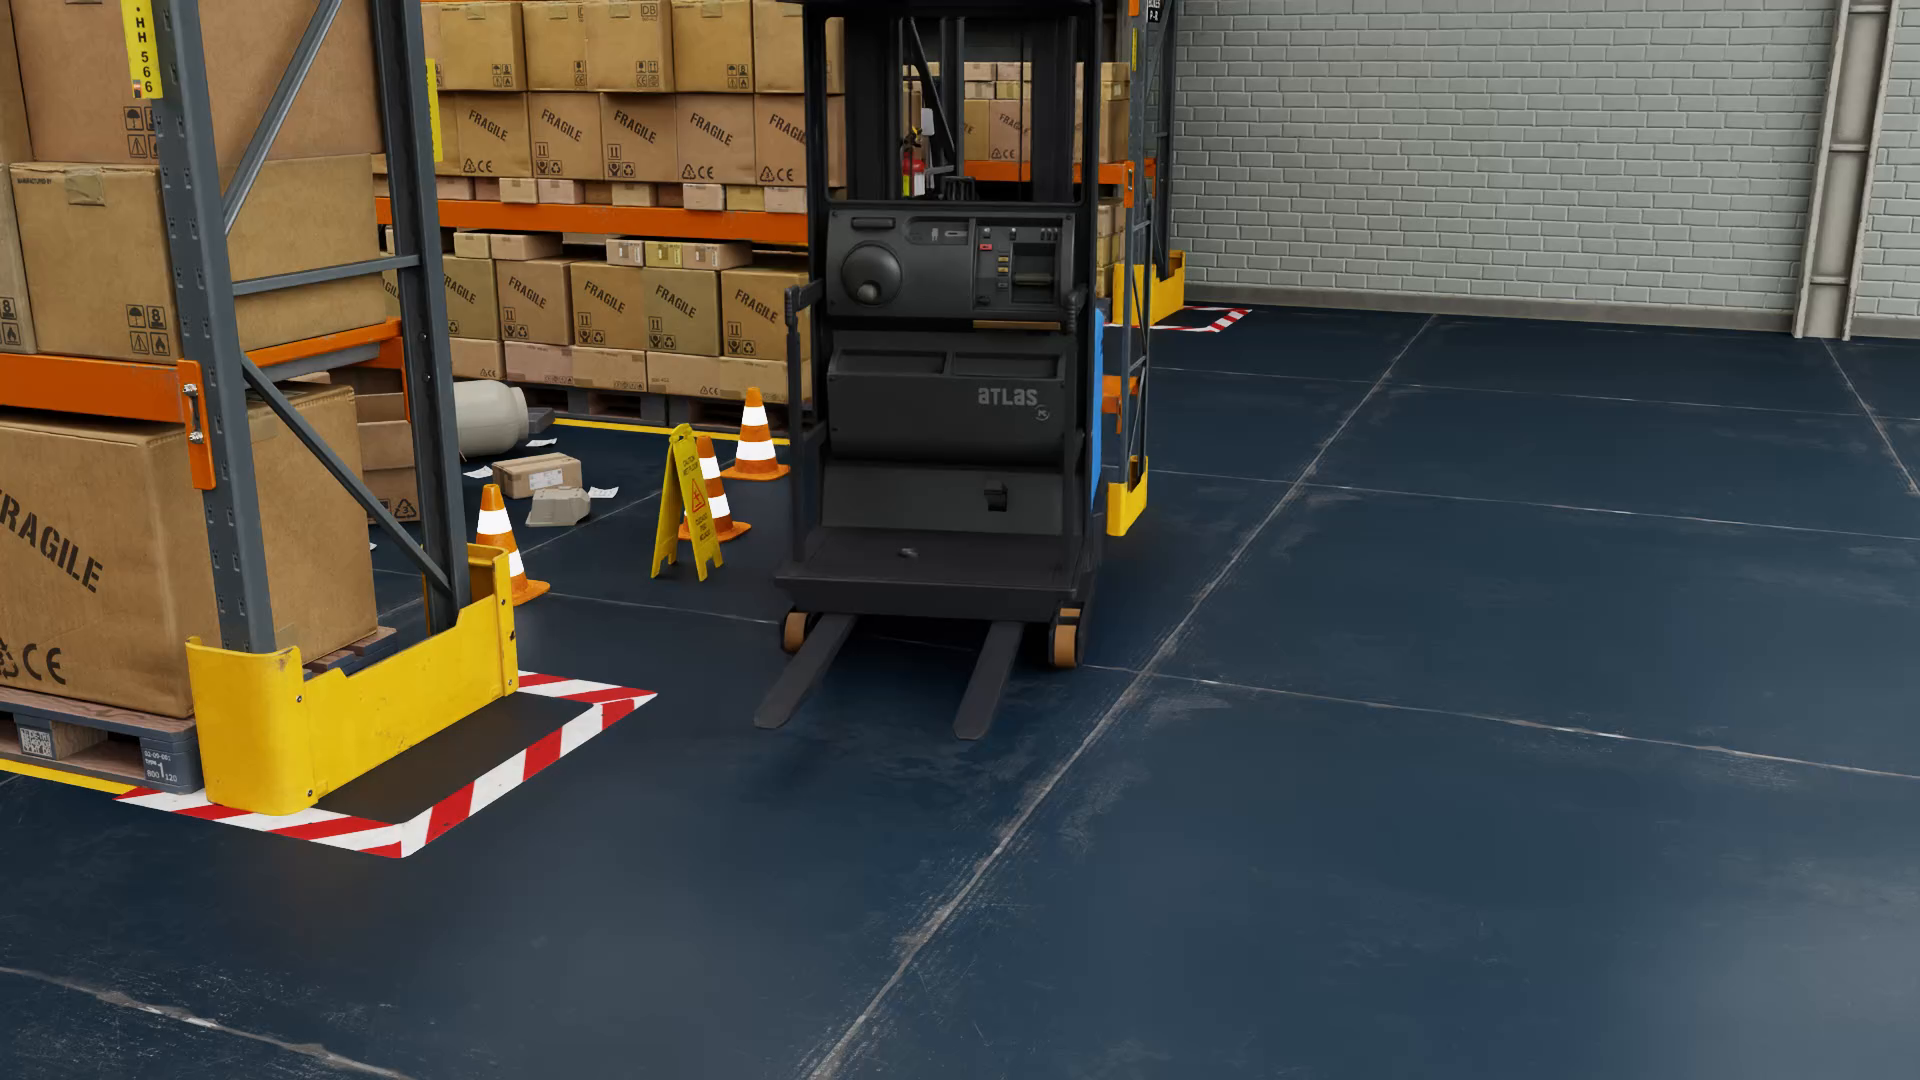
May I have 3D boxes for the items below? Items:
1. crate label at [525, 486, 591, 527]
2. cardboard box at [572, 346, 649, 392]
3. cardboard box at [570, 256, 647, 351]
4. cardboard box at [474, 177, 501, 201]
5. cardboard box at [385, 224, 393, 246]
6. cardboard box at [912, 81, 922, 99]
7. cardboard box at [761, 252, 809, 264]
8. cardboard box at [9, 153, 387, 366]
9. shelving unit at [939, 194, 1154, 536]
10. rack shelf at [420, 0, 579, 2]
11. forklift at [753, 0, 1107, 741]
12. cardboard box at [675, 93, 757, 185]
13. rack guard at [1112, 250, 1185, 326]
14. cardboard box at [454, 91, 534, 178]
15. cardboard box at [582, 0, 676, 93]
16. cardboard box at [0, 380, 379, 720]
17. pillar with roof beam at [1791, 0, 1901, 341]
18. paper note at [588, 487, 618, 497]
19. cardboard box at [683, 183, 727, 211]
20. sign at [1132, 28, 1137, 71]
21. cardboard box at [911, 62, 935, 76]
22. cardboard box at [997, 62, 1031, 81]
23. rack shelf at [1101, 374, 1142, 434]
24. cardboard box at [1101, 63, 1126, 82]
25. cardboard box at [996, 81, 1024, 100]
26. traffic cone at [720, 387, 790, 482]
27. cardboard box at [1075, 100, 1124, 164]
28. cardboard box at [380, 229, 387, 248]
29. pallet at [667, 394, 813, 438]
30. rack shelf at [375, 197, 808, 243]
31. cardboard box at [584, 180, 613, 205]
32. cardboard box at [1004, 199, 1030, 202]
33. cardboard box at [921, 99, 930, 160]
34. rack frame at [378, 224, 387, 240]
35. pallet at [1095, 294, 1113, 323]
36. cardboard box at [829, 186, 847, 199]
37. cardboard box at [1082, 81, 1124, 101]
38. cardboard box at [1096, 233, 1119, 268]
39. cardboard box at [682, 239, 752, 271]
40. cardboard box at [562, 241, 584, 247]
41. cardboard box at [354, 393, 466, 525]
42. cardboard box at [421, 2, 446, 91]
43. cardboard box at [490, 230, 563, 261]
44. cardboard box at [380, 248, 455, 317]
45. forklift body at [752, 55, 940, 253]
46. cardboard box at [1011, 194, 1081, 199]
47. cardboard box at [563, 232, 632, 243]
[{"bbox_3d":[-1.932,-0.167,8.002,0.298,0.136,0.250,-2,16,-8],"label":"crate label"},{"bbox_3d":[-2.032,-1.091,10.232,0.500,0.250,0.500,6,17,19],"label":"cardboard box"},{"bbox_3d":[-2.008,-1.452,10.128,0.500,0.500,0.500,6,17,19],"label":"cardboard box"},{"bbox_3d":[-2.770,-2.178,10.247,0.250,0.149,0.380,6,17,20],"label":"cardboard box"},{"bbox_3d":[-5.262,-3.190,16.788,0.625,0.625,0.875,7,18,22],"label":"cardboard box"},{"bbox_3d":[-0.222,-3.874,14.295,0.250,0.149,0.380,6,17,20],"label":"cardboard box"},{"bbox_3d":[-0.884,-1.488,10.253,0.500,0.500,0.500,6,17,19],"label":"cardboard box"},{"bbox_3d":[-2.297,-0.894,5.105,0.550,0.550,0.875,6,17,21],"label":"cardboard box"},{"bbox_3d":[0.328,-0.859,7.943,1.083,1.500,0.587,5,17,16],"label":"shelving unit"},{"bbox_3d":[-3.977,-5.087,15.725,4.000,0.370,1.077,6,17,21],"label":"rack shelf"},{"bbox_3d":[-0.066,-1.041,6.004,1.130,2.935,3.031,2,16,8],"label":"forklift"},{"bbox_3d":[-1.283,-2.318,9.563,0.500,0.500,0.500,6,17,21],"label":"cardboard box"},{"bbox_3d":[1.627,-2.175,14.269,0.348,0.500,1.175,6,17,21],"label":"rack guard"},{"bbox_3d":[-2.689,-2.473,10.099,0.500,0.500,0.500,6,17,20],"label":"cardboard box"},{"bbox_3d":[-1.749,-2.836,9.556,0.500,0.500,0.700,6,17,20],"label":"cardboard box"},{"bbox_3d":[-2.590,-0.030,5.453,0.875,0.875,0.875,6,17,21],"label":"cardboard box"},{"bbox_3d":[5.290,-4.834,8.183,0.400,9.000,9.100,6,17,21],"label":"pillar with roof beam"},{"bbox_3d":[-1.823,-0.245,8.462,0.142,0.019,0.148,0,16,1],"label":"paper note"},{"bbox_3d":[-1.397,-2.000,9.632,0.250,0.149,0.380,7,17,22],"label":"cardboard box"},{"bbox_3d":[1.393,-3.908,13.255,0.005,0.325,0.100,6,17,21],"label":"sign"},{"bbox_3d":[-0.235,-4.018,14.256,0.250,0.149,0.380,7,17,21],"label":"cardboard box"},{"bbox_3d":[0.496,-3.944,14.002,0.250,0.149,0.380,6,17,21],"label":"cardboard box"},{"bbox_3d":[0.337,-0.686,7.991,1.000,0.185,0.538,5,17,16],"label":"rack shelf"},{"bbox_3d":[1.194,-3.862,13.721,0.250,0.149,0.380,6,17,21],"label":"cardboard box"},{"bbox_3d":[0.485,-3.789,14.004,0.250,0.149,0.380,6,17,20],"label":"cardboard box"},{"bbox_3d":[-1.086,-0.581,8.846,0.334,0.463,0.336,6,17,21],"label":"traffic cone"},{"bbox_3d":[1.051,-3.408,13.854,0.500,0.500,0.500,6,17,19],"label":"cardboard box"},{"bbox_3d":[-6.127,-3.313,17.437,0.500,0.500,0.500,7,18,23],"label":"cardboard box"},{"bbox_3d":[-1.027,-0.851,10.227,1.213,0.211,1.003,6,17,21],"label":"pallet"},{"bbox_3d":[-2.074,-1.949,10.298,4.000,0.370,1.077,6,17,21],"label":"rack shelf"},{"bbox_3d":[-2.054,-2.114,10.025,0.250,0.149,0.380,6,17,21],"label":"cardboard box"},{"bbox_3d":[0.585,-2.756,14.173,0.500,0.250,0.500,7,17,22],"label":"cardboard box"},{"bbox_3d":[-0.377,-3.565,14.393,0.500,0.500,0.500,6,17,21],"label":"cardboard box"},{"bbox_3d":[-3.934,-2.499,10.903,0.127,3.000,1.000,6,17,21],"label":"rack frame"},{"bbox_3d":[0.878,-2.106,14.550,1.213,0.211,1.003,6,17,21],"label":"pallet"},{"bbox_3d":[-0.639,-1.952,9.469,0.250,0.149,0.380,7,18,22],"label":"cardboard box"},{"bbox_3d":[1.179,-3.700,13.696,0.250,0.149,0.380,7,17,21],"label":"cardboard box"},{"bbox_3d":[1.037,-2.468,14.076,0.500,0.250,0.500,6,17,20],"label":"cardboard box"},{"bbox_3d":[-1.420,-1.677,9.742,0.250,0.149,0.380,7,18,22],"label":"cardboard box"},{"bbox_3d":[-2.811,-1.698,10.977,0.500,0.500,0.500,7,17,22],"label":"cardboard box"},{"bbox_3d":[-2.776,-0.414,8.198,0.637,0.503,0.797,-5,17,-18],"label":"cardboard box"},{"bbox_3d":[-3.137,-3.011,10.160,0.500,0.500,0.700,6,17,21],"label":"cardboard box"},{"bbox_3d":[-2.660,-1.815,10.214,0.250,0.149,0.380,7,18,24],"label":"cardboard box"},{"bbox_3d":[-3.484,-1.610,10.674,0.500,0.500,0.500,7,18,23],"label":"cardboard box"},{"bbox_3d":[-0.829,-2.691,13.086,1.214,2.155,2.313,6,17,21],"label":"forklift body"},{"bbox_3d":[0.761,-2.888,14.626,0.500,0.250,0.500,6,17,21],"label":"cardboard box"},{"bbox_3d":[-3.325,-2.980,16.065,0.625,0.625,0.875,6,17,20],"label":"cardboard box"}]
